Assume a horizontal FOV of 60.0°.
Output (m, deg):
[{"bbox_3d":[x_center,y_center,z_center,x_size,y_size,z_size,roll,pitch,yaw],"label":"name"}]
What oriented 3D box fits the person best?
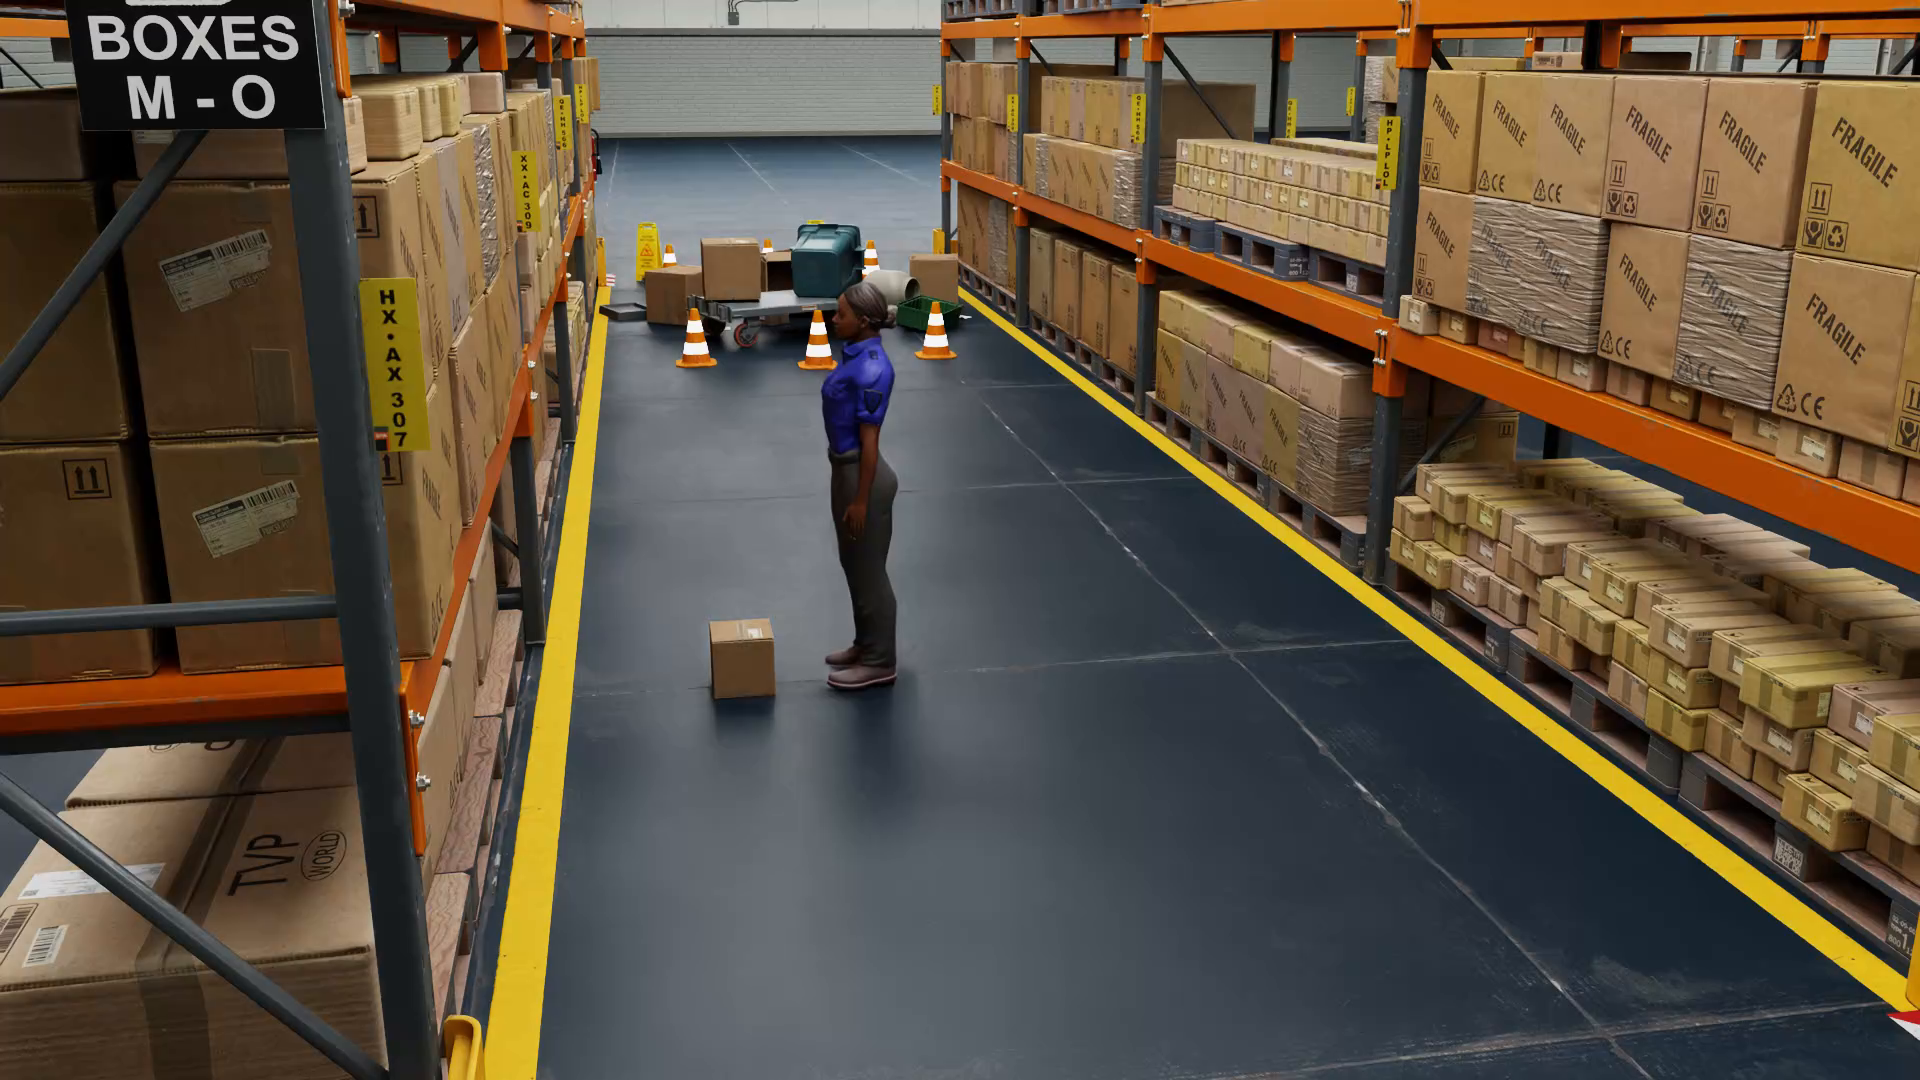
[{"bbox_3d":[-0.413,-0.213,6.769,0.317,1.675,0.486,-3,17,-11],"label":"person"}]
